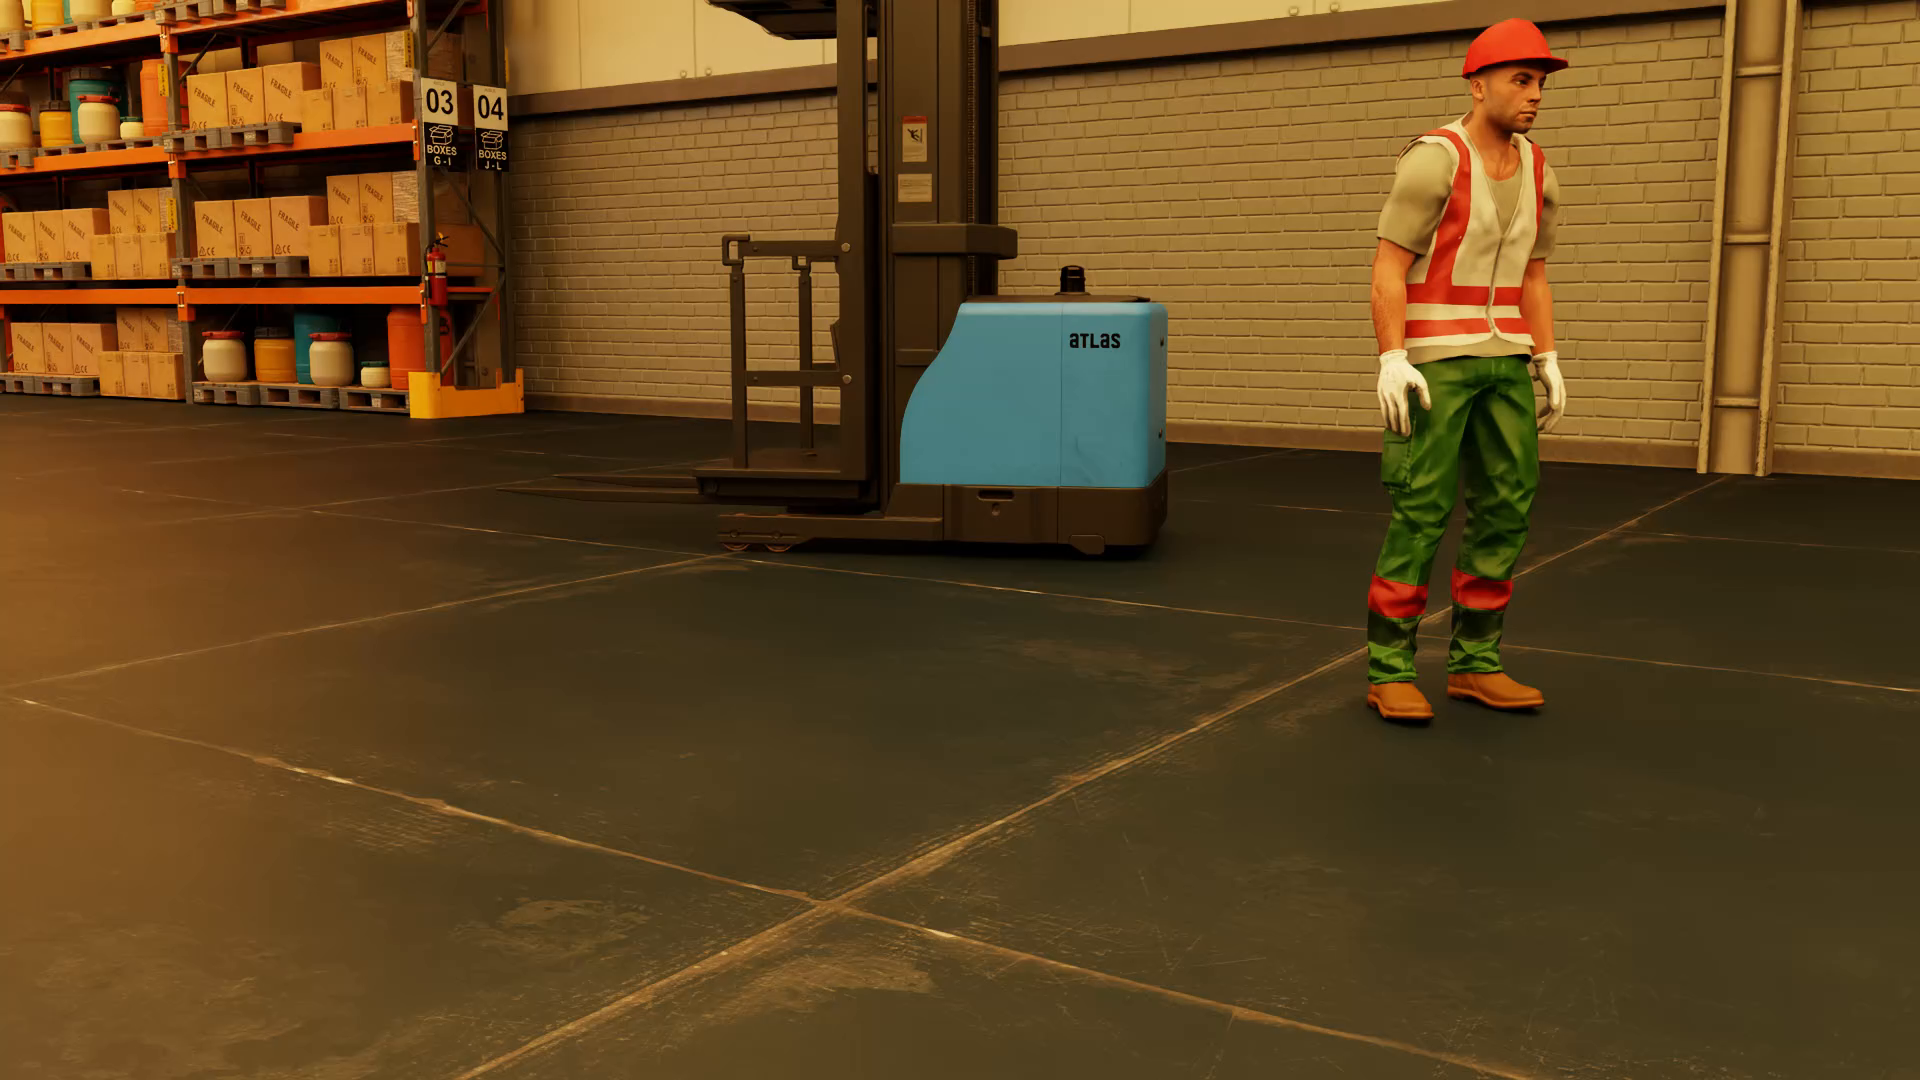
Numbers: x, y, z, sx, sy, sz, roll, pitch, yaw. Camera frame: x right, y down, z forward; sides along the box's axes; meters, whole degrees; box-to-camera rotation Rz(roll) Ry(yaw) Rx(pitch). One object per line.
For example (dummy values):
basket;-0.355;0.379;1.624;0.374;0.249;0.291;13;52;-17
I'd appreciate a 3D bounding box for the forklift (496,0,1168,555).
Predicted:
forklift;-0.596;-1.469;7.520;3.031;2.935;1.130;2;8;12

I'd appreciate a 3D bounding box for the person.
person;1.335;-0.434;4.345;0.623;1.780;0.449;-3;9;-23
